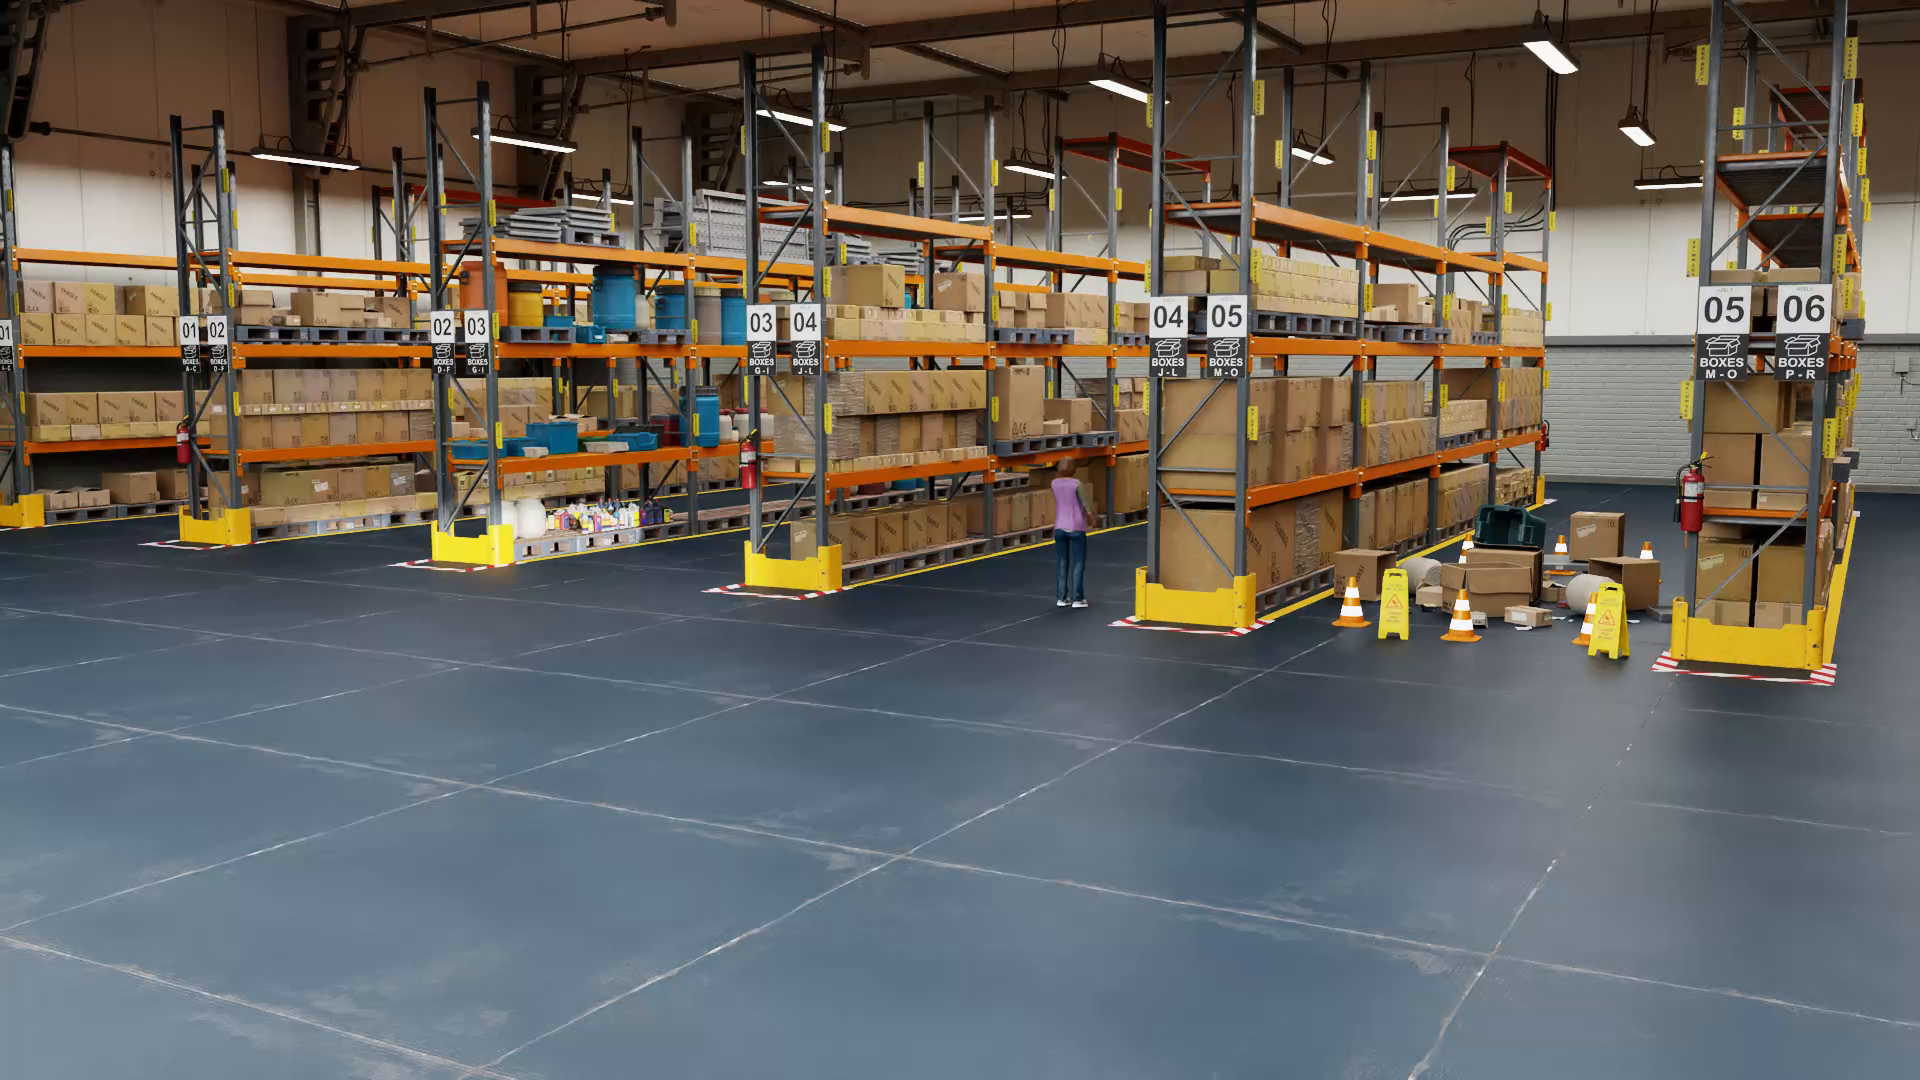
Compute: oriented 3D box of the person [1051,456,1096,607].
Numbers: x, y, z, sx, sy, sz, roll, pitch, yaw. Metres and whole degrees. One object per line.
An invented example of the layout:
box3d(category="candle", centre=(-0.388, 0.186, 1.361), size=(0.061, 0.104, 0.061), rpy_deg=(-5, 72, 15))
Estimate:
box3d(category="person", centre=(1.198, -0.095, 17.475), size=(0.404, 1.591, 0.495), rpy_deg=(4, 7, 30))
